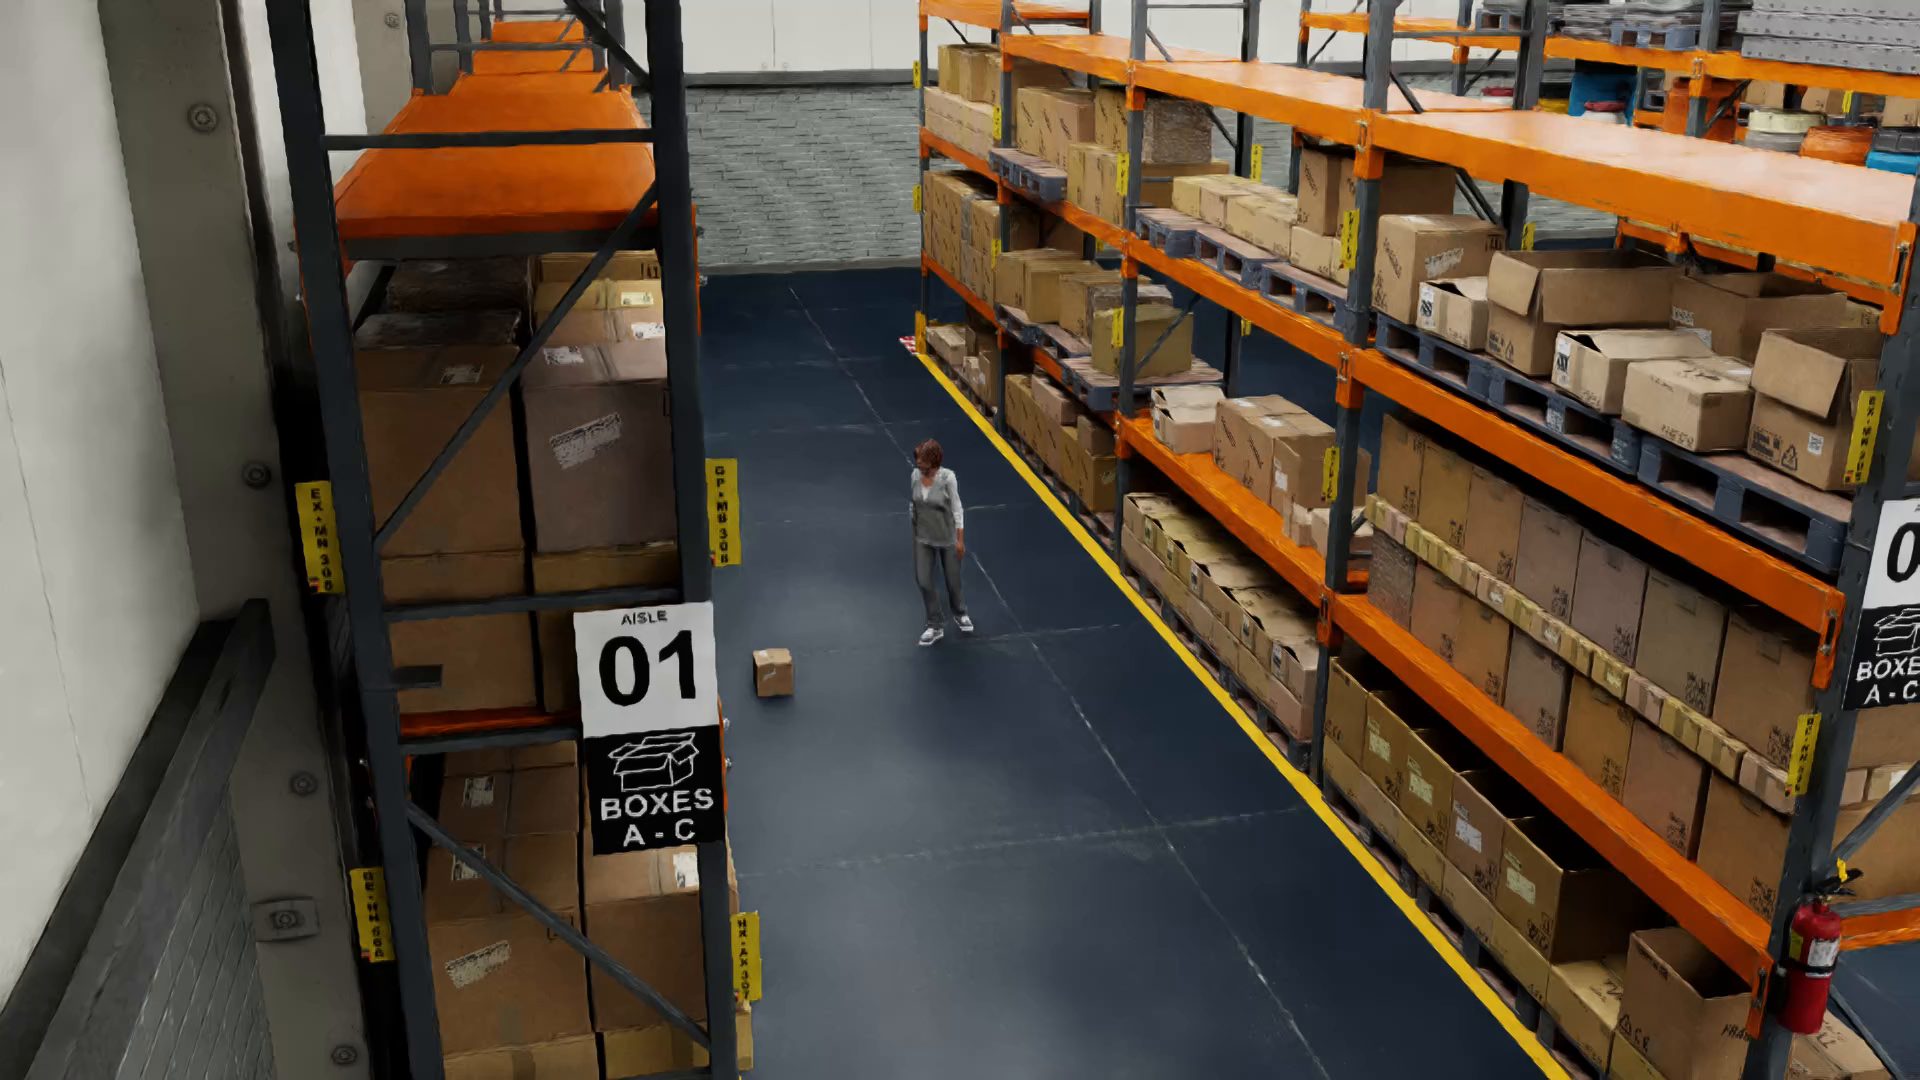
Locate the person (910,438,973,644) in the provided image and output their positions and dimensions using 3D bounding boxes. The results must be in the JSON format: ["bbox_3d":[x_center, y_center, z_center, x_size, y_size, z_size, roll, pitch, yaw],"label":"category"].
[{"bbox_3d":[-0.140,-0.020,12.398,0.459,1.587,0.507,8,21,21],"label":"person"}]
